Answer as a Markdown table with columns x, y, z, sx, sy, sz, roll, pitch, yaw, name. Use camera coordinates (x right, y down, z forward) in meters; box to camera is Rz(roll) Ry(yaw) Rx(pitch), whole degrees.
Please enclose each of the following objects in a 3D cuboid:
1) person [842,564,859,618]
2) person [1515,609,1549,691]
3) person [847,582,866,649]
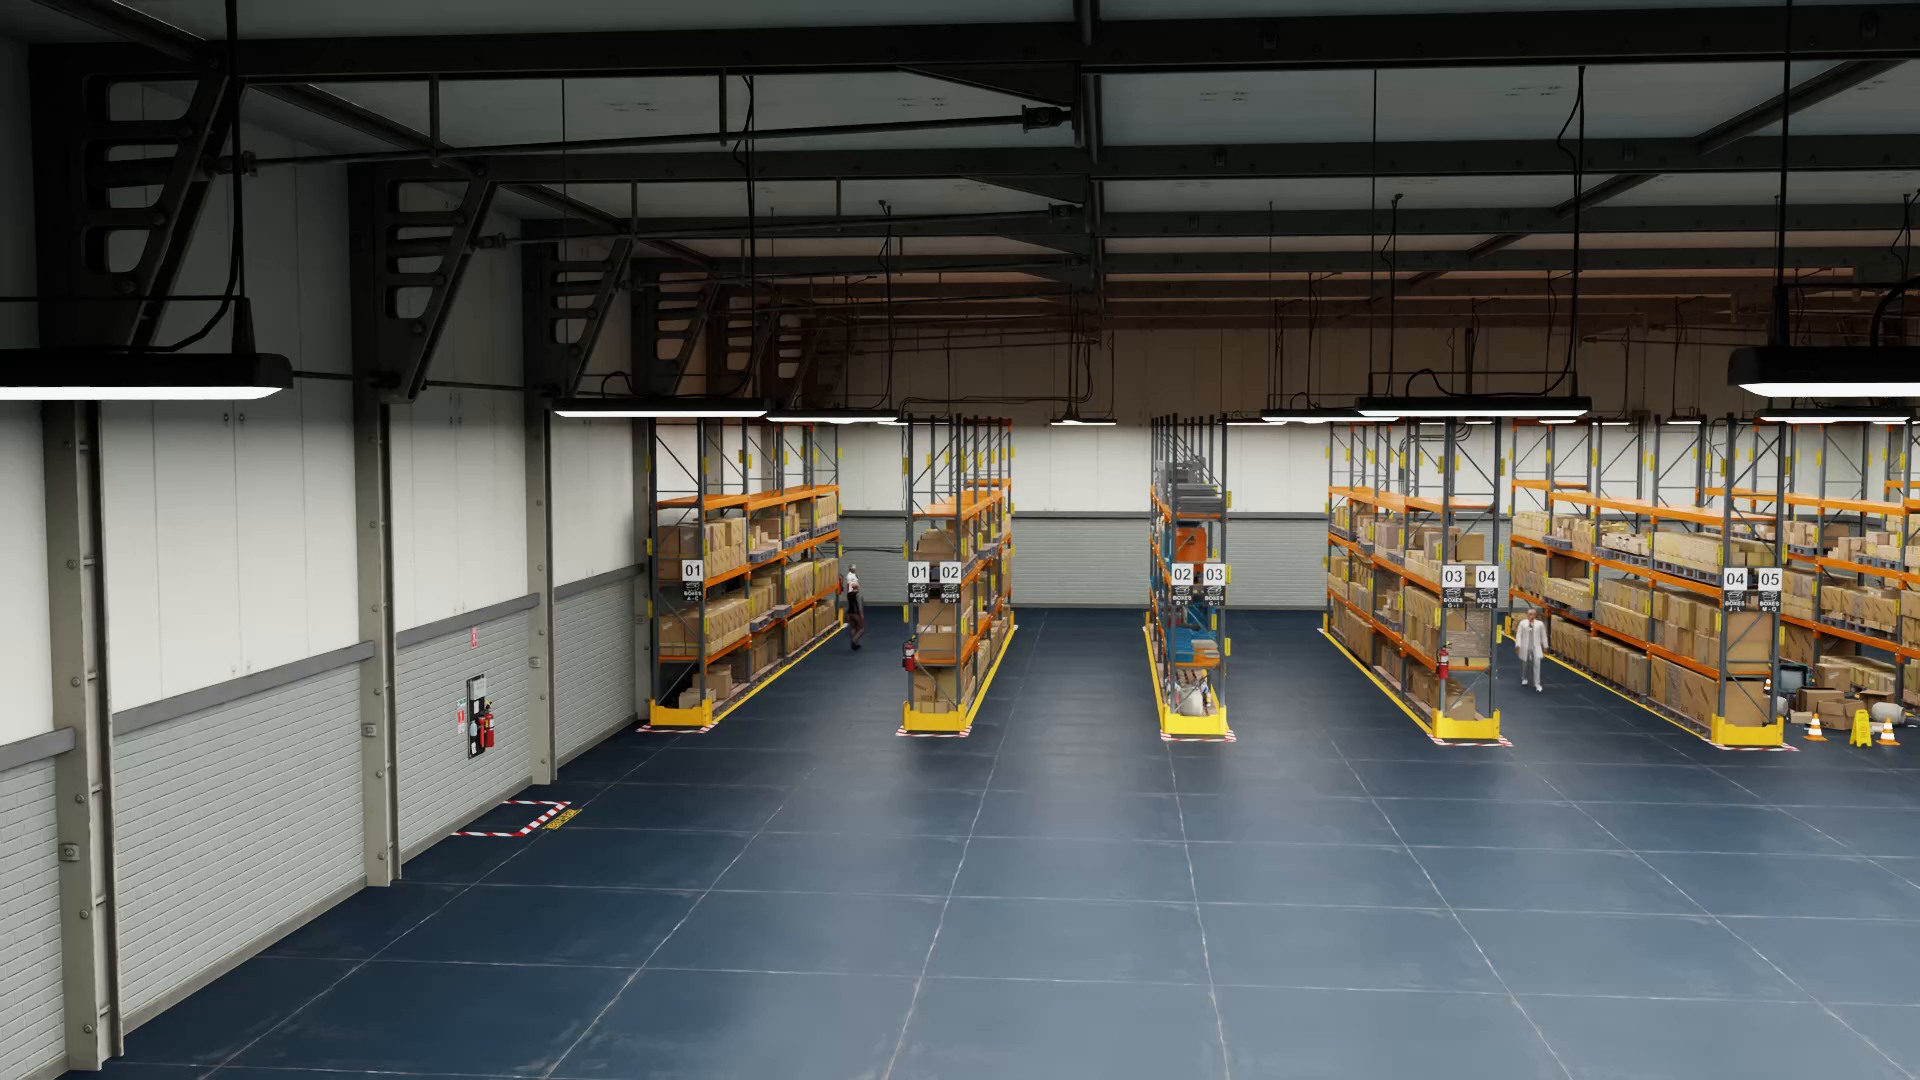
| x | y | z | sx | sy | sz | roll | pitch | yaw | name |
| --- | --- | --- | --- | --- | --- | --- | --- | --- | --- |
| -3.260 | 1.556 | 49.362 | 0.617 | 1.663 | 0.427 | 0 | 4 | 6 | person |
| 12.569 | 2.377 | 36.518 | 0.715 | 1.728 | 1.080 | 1 | 4 | 14 | person |
| -2.736 | 1.961 | 43.198 | 0.463 | 1.724 | 0.566 | -4 | 5 | -44 | person |
